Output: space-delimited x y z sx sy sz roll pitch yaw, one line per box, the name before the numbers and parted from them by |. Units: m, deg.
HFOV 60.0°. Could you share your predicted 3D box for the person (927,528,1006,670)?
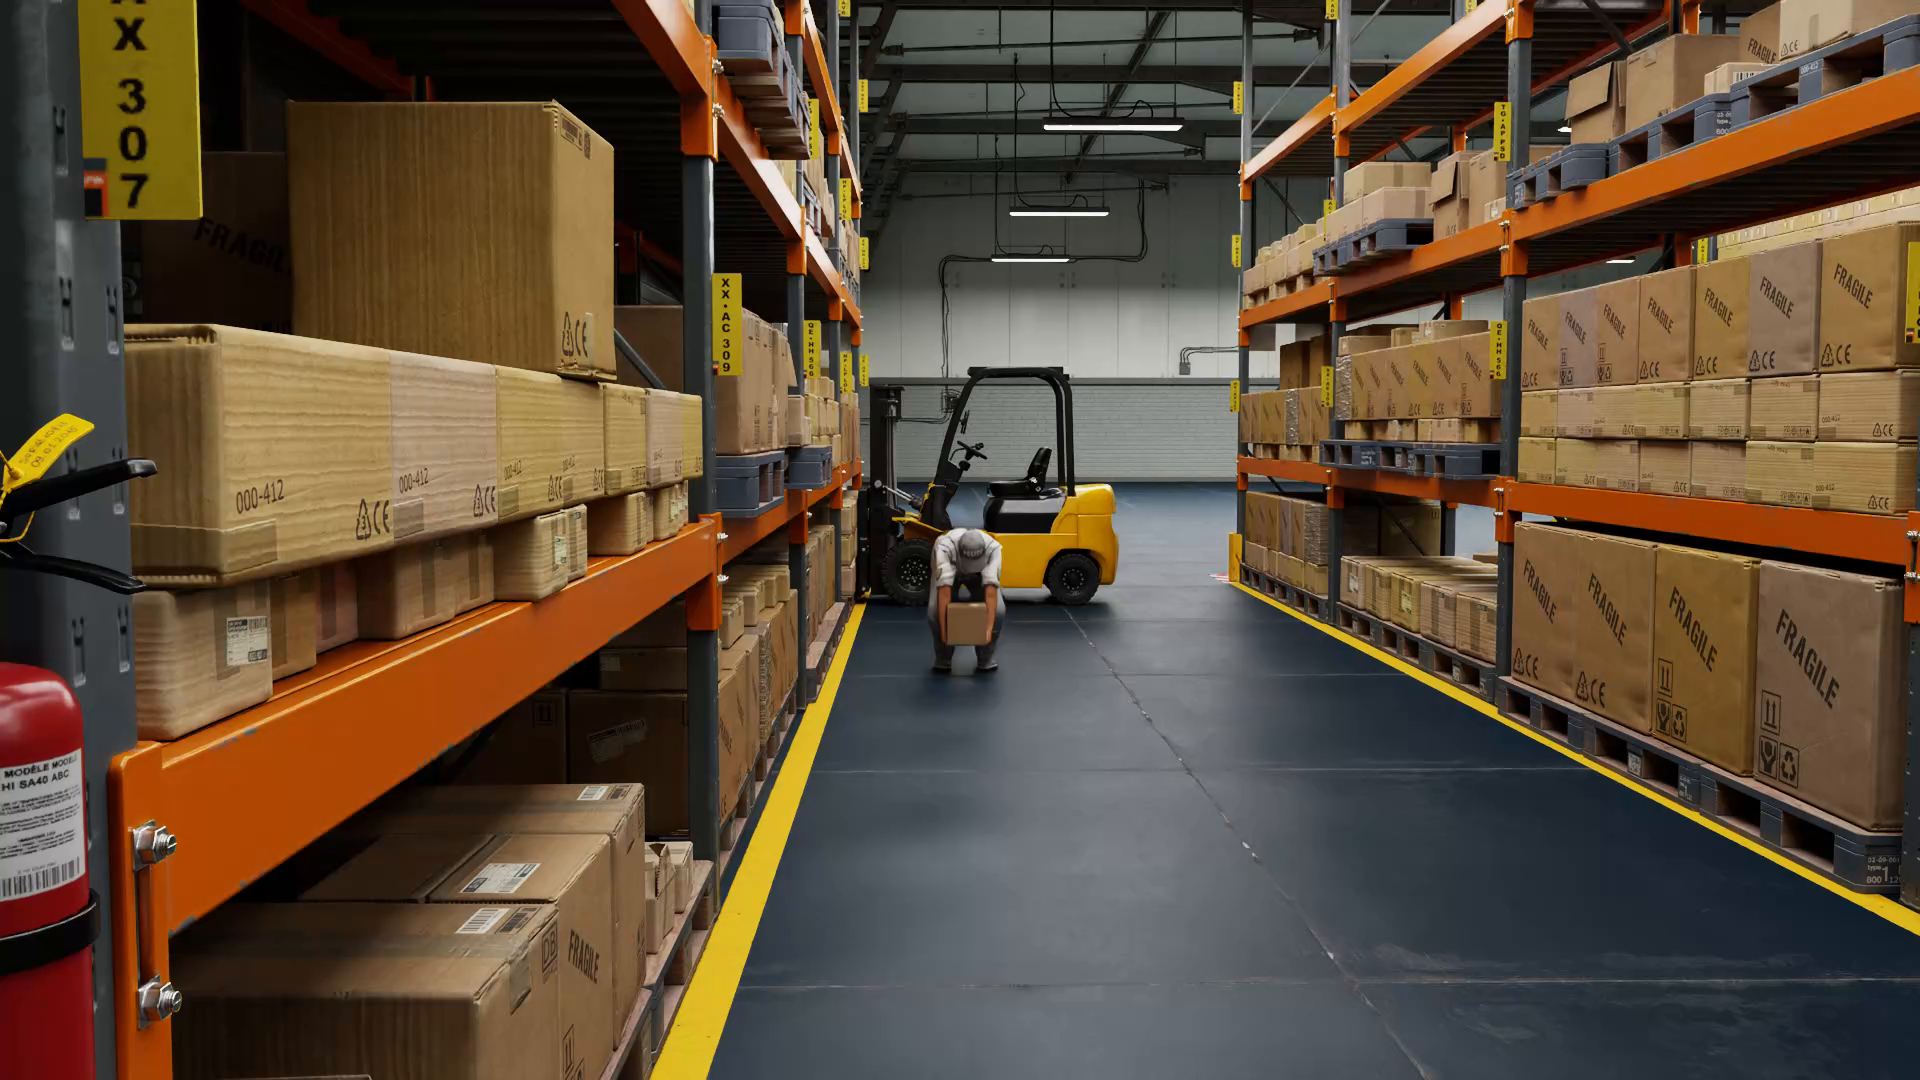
person | 0.041 0.387 10.975 0.521 0.966 0.935 0 4 -3
